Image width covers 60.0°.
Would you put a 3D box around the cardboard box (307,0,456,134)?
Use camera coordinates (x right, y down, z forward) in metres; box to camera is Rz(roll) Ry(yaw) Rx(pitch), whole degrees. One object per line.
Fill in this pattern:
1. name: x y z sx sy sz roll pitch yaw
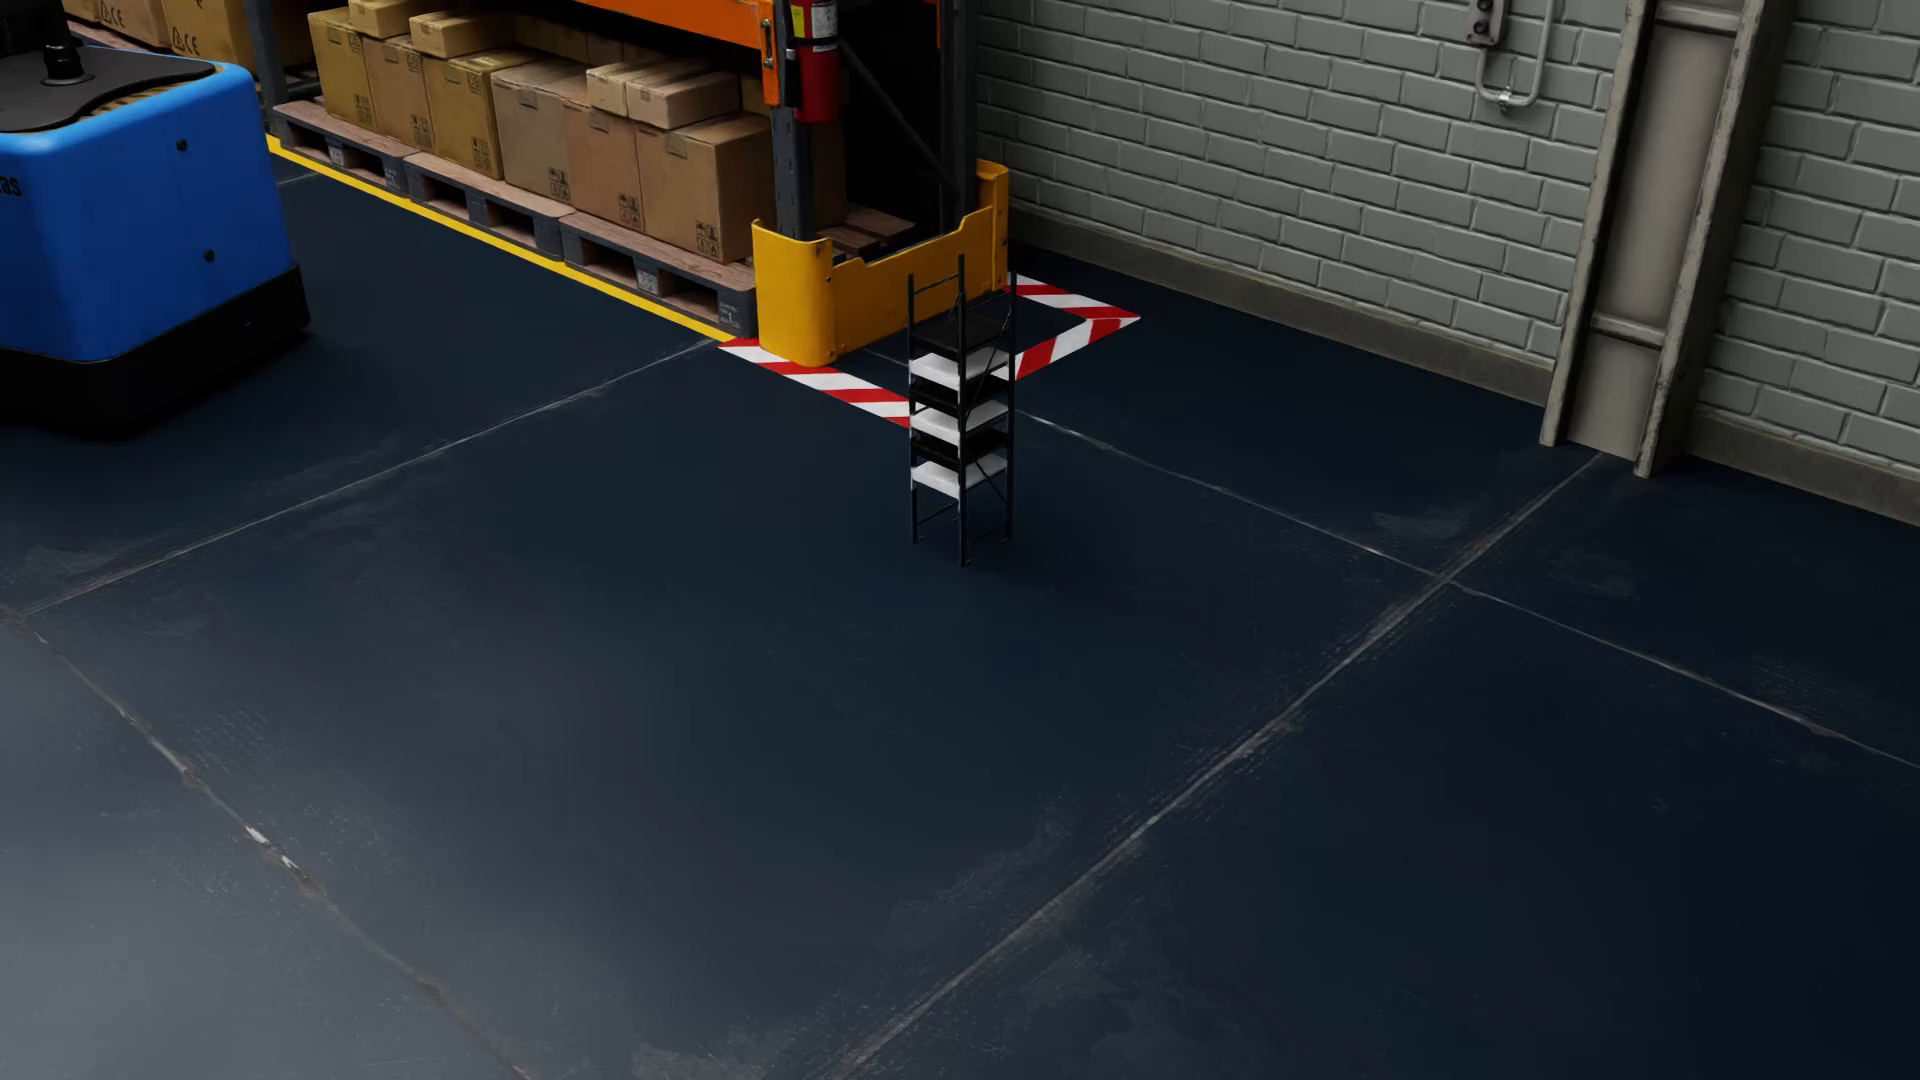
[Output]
1. cardboard box: -2.790 -2.416 8.371 0.500 0.500 0.700 26 39 36

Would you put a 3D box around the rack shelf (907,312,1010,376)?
1. rack shelf: 0.006 -0.585 4.891 0.200 0.077 0.258 25 39 35

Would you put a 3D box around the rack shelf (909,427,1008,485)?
1. rack shelf: 0.006 -0.277 5.077 0.200 0.077 0.258 25 39 35

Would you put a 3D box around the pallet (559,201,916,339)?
1. pallet: -0.956 -1.273 7.159 1.213 0.211 1.003 25 39 35

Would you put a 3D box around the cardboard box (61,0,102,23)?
1. cardboard box: -5.139 -3.638 10.062 0.750 0.750 0.750 25 39 35

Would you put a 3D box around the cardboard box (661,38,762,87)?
1. cardboard box: -1.046 -2.020 7.084 0.250 0.149 0.380 25 39 35

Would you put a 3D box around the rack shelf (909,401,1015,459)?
1. rack shelf: 0.006 -0.354 5.030 0.200 0.077 0.258 25 39 35

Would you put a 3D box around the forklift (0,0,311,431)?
1. forklift: -4.120 -2.115 5.922 3.031 2.935 1.130 12 33 19

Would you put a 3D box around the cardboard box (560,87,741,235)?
1. cardboard box: -1.268 -1.707 7.193 0.500 0.500 0.700 25 39 35

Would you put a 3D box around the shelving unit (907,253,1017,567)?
1. shelving unit: 0.006 -0.383 5.013 0.210 0.900 0.258 25 39 35

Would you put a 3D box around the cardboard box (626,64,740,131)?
1. cardboard box: -1.114 -1.786 6.696 0.250 0.149 0.380 25 39 35

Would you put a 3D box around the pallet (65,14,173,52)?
1. pallet: -4.808 -3.071 10.146 1.213 0.211 1.003 25 39 35

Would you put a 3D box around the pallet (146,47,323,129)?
1. pallet: -3.899 -2.648 9.445 1.213 0.211 1.003 25 39 35

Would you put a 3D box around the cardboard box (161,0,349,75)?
1. cardboard box: -3.845 -3.039 9.067 0.750 0.750 0.750 26 39 36

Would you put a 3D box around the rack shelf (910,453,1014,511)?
1. rack shelf: 0.006 -0.200 5.123 0.200 0.077 0.258 25 39 35

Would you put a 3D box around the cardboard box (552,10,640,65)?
1. cardboard box: -1.611 -2.283 7.521 0.250 0.149 0.380 25 39 36

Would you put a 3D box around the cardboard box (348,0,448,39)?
1. cardboard box: -2.659 -2.505 7.891 0.250 0.149 0.380 27 40 37

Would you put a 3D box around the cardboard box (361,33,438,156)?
1. cardboard box: -2.420 -2.241 8.080 0.500 0.500 0.700 25 39 35

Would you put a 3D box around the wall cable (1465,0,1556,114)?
1. wall cable: 1.274 -2.574 5.633 1.851 1.984 0.084 25 39 35

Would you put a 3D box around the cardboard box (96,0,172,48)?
1. cardboard box: -4.506 -3.346 9.576 0.750 0.750 0.750 26 40 36

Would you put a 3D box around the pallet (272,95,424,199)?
1. pallet: -2.765 -2.117 8.562 1.213 0.211 1.003 25 39 35

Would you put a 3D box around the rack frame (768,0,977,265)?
1. rack frame: -0.310 -2.220 6.030 0.127 3.000 1.000 25 39 35

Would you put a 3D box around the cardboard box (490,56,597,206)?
1. cardboard box: -1.641 -1.880 7.482 0.500 0.500 0.700 24 38 34

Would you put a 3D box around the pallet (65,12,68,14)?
1. pallet: -5.708 -3.493 10.847 1.213 0.211 1.003 25 39 35

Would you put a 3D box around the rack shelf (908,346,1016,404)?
1. rack shelf: 0.006 -0.508 4.938 0.200 0.077 0.258 25 39 35

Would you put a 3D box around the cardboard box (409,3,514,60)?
1. cardboard box: -2.272 -2.325 7.591 0.250 0.149 0.380 24 38 34

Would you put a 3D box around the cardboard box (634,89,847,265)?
1. cardboard box: -0.896 -1.534 6.905 0.500 0.500 0.700 25 39 35

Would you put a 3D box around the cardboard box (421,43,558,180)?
1. cardboard box: -2.041 -2.062 7.784 0.500 0.500 0.700 26 40 36

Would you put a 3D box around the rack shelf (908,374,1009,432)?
1. rack shelf: 0.006 -0.431 4.984 0.200 0.077 0.258 25 39 35

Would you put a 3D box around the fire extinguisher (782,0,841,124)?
1. fire extinguisher: -0.508 -1.799 5.766 0.183 0.674 0.296 25 39 35

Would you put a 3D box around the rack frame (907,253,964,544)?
1. rack frame: -0.069 -0.418 5.072 0.006 0.900 0.240 25 39 35

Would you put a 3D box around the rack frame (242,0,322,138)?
1. rack frame: -3.276 -3.605 8.330 0.127 3.000 1.000 25 39 35

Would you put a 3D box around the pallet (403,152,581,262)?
1. pallet: -1.856 -1.695 7.861 1.213 0.211 1.003 25 39 35

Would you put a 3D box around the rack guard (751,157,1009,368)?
1. rack guard: -0.293 -1.141 6.661 0.348 0.500 1.175 25 39 35

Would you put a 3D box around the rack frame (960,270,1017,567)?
1. rack frame: 0.081 -0.348 4.955 0.006 0.900 0.240 25 39 35

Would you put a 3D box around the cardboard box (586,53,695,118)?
1. cardboard box: -1.304 -1.874 6.843 0.250 0.149 0.380 26 40 36

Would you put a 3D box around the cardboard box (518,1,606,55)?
1. cardboard box: -1.798 -2.371 7.667 0.250 0.149 0.380 24 39 34

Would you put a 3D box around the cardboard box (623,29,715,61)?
1. cardboard box: -1.231 -2.106 7.228 0.250 0.149 0.380 25 39 35

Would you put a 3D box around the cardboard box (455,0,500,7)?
1. cardboard box: -2.177 -2.547 7.961 0.250 0.149 0.380 24 38 34

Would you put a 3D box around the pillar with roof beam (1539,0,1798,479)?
1. pillar with roof beam: -0.617 -2.541 0.746 0.400 9.000 9.100 25 39 35

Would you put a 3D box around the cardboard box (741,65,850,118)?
1. cardboard box: -0.670 -1.845 6.793 0.250 0.149 0.380 25 39 35

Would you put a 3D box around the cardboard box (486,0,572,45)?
1. cardboard box: -1.990 -2.460 7.815 0.250 0.149 0.380 25 39 36

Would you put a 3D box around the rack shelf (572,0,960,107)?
1. rack shelf: -1.793 -2.604 7.365 4.000 0.370 1.077 25 39 35

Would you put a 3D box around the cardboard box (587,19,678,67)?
1. cardboard box: -1.420 -2.194 7.374 0.250 0.149 0.380 26 39 36
